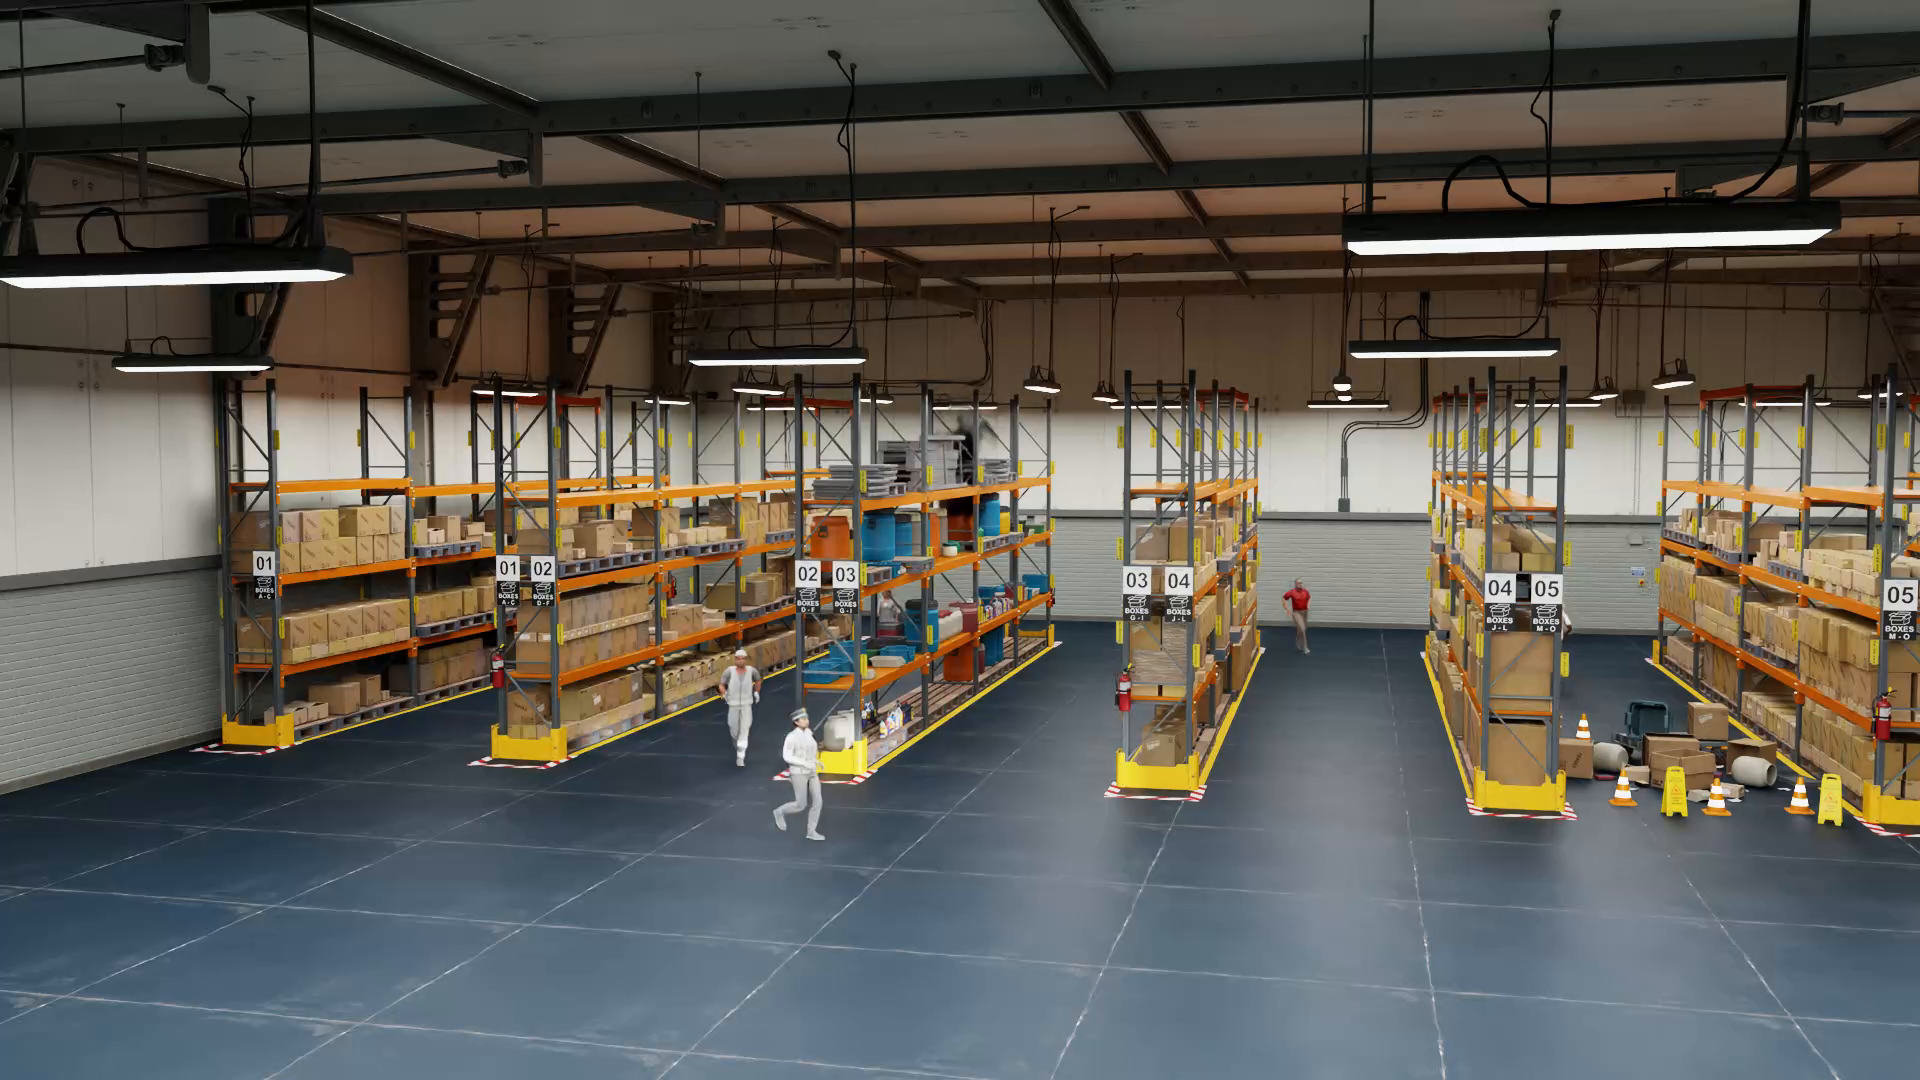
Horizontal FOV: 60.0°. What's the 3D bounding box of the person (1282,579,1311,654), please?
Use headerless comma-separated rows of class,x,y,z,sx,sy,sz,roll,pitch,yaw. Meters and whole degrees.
person,8.001,1.781,39.262,0.680,1.739,0.866,-1,4,-21

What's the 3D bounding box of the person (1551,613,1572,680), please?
person,12.304,2.068,34.537,0.710,1.730,0.780,1,3,8

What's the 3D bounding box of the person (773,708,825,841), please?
person,-1.990,2.918,20.877,0.727,1.656,0.623,2,4,34

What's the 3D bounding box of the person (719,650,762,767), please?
person,-3.416,2.578,25.896,0.665,1.769,0.994,-1,3,-9

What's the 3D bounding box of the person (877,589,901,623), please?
person,-1.611,1.833,36.451,0.538,1.623,0.637,1,4,14
